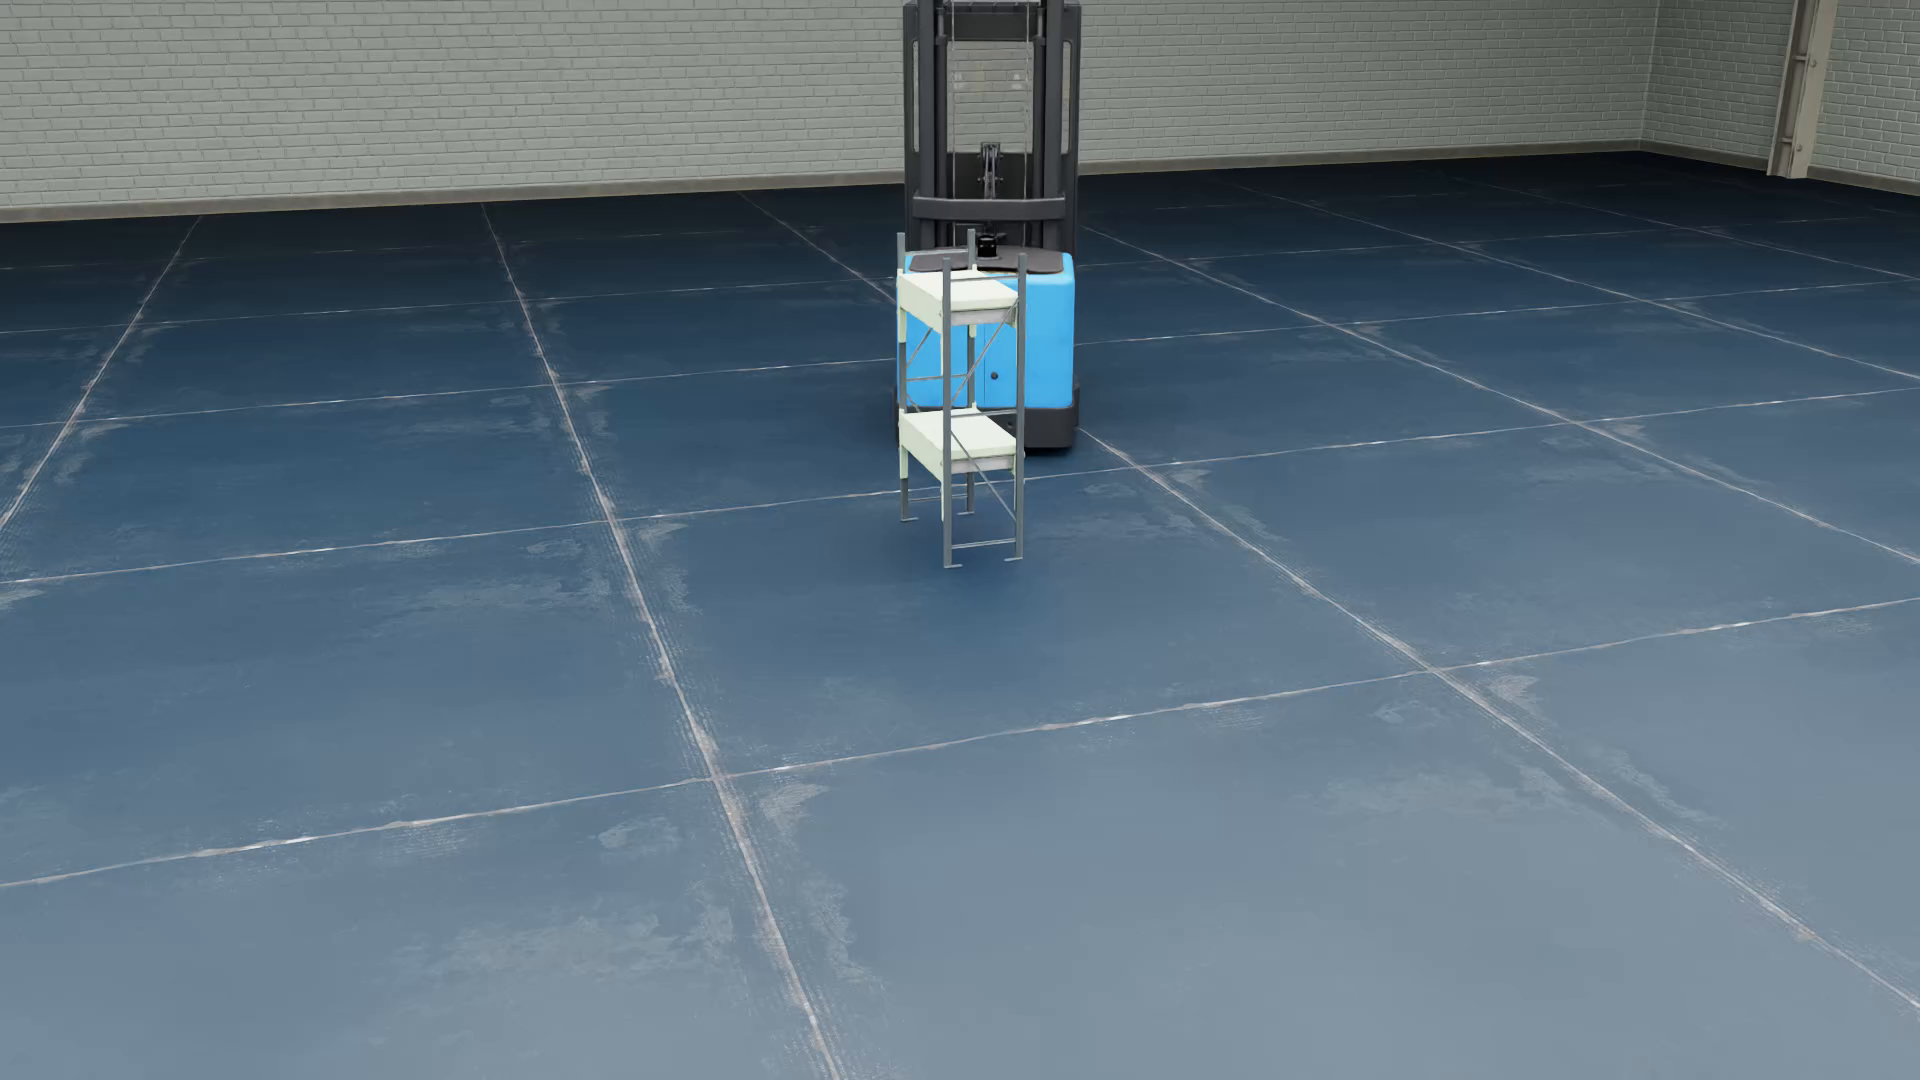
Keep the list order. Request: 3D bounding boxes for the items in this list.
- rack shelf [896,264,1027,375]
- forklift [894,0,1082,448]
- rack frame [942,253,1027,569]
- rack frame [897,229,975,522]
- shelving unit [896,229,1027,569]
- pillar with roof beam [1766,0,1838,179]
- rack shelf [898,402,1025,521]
[{"bbox_3d":[-0.002,-1.075,8.037,0.431,0.370,0.720,-6,21,-17],"label":"rack shelf"},{"bbox_3d":[0.206,-2.365,10.664,1.130,2.935,3.031,1,20,2],"label":"forklift"},{"bbox_3d":[0.113,-0.591,7.842,0.400,1.500,0.023,-6,21,-17],"label":"rack frame"},{"bbox_3d":[-0.117,-0.825,8.496,0.400,1.500,0.023,-6,21,-17],"label":"rack frame"},{"bbox_3d":[-0.002,-0.708,8.169,0.431,1.500,0.755,-6,21,-17],"label":"shelving unit"},{"bbox_3d":[6.618,-8.486,18.730,9.100,9.000,0.400,-6,21,-17],"label":"pillar with roof beam"},{"bbox_3d":[-0.002,-0.401,8.279,0.431,0.370,0.720,-6,21,-17],"label":"rack shelf"}]
